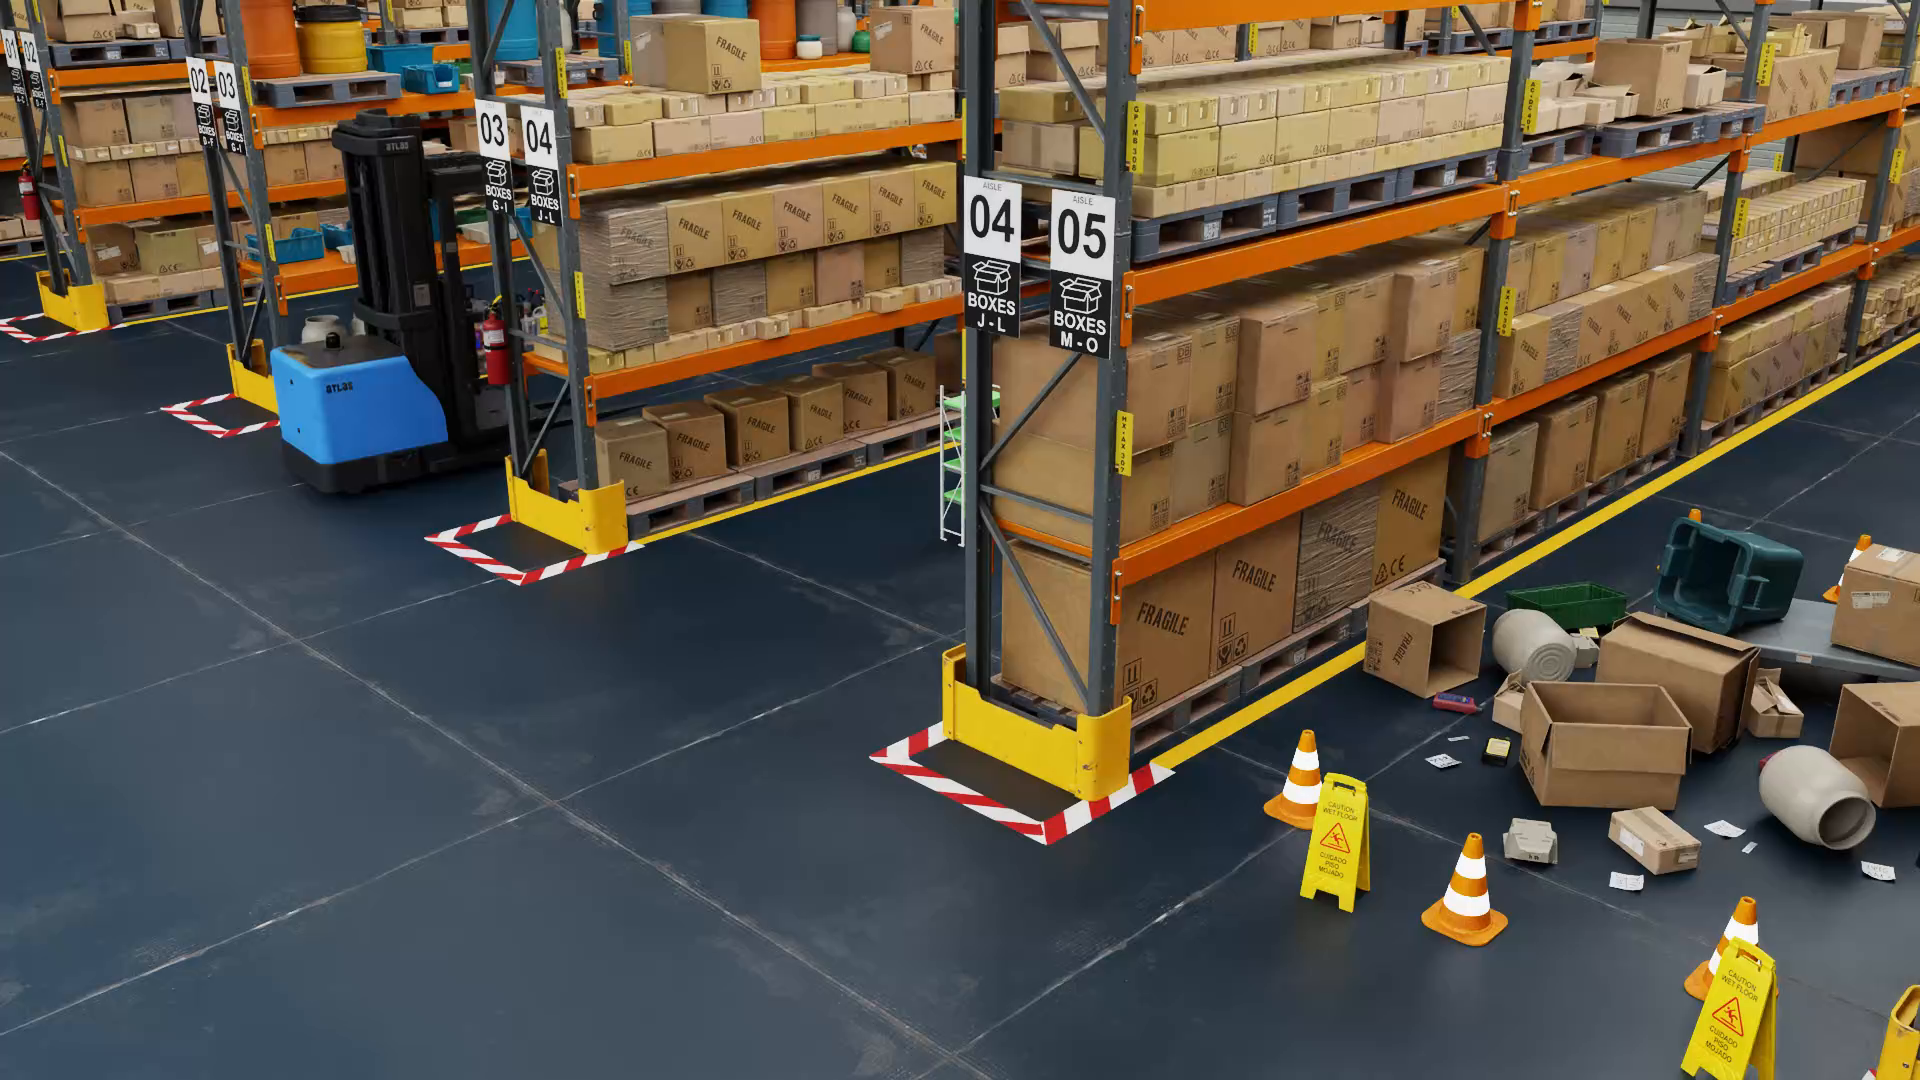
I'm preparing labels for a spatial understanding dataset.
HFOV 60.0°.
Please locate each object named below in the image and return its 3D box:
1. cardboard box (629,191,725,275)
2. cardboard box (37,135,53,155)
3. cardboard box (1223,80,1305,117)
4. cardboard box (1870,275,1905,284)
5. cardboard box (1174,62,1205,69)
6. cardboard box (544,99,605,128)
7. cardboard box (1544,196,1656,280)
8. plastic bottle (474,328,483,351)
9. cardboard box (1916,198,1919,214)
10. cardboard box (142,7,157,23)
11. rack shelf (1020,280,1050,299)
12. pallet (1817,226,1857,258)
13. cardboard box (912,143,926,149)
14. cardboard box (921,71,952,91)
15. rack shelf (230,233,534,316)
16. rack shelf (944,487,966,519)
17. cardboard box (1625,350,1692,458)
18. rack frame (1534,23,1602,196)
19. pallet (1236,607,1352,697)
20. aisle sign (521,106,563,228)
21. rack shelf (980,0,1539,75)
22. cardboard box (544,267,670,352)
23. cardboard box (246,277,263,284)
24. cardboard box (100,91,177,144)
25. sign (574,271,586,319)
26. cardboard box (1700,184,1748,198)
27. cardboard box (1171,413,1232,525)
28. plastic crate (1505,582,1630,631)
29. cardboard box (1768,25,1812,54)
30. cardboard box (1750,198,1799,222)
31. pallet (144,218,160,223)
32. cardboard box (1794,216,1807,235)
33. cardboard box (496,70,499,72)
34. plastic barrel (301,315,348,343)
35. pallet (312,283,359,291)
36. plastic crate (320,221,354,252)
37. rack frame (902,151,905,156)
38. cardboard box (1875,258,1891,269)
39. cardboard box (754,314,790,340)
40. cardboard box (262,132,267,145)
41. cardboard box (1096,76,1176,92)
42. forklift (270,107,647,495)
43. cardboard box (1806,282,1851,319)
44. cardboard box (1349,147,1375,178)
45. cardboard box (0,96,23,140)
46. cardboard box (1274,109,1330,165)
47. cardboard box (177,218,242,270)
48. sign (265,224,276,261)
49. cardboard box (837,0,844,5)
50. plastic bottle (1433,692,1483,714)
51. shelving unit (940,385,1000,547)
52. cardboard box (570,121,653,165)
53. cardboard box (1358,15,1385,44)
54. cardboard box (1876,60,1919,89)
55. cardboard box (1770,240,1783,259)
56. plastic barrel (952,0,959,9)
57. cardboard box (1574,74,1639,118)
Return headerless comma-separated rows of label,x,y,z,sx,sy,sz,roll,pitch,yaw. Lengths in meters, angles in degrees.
cardboard box,-2.122,-2.302,12.436,0.500,0.500,0.500,19,28,41
cardboard box,-12.422,-5.421,22.680,0.500,0.250,0.500,19,28,40
cardboard box,1.600,-2.348,8.835,0.380,0.149,0.250,19,28,40
cardboard box,10.097,-2.789,18.209,0.380,0.149,0.250,18,27,39
cardboard box,2.034,-4.522,16.188,0.500,0.250,0.500,19,28,40
cardboard box,-2.697,-2.979,11.618,0.380,0.149,0.250,19,28,40
cardboard box,4.981,-2.377,13.045,0.700,0.500,0.500,19,28,40
plastic bottle,-4.944,-2.069,16.950,0.133,0.283,0.061,-20,28,-41
cardboard box,10.043,-3.767,17.640,0.500,0.500,0.500,18,28,40
cardboard box,-9.147,-6.055,19.311,0.500,0.311,0.500,-16,26,-36
rack shelf,1.131,-2.657,16.309,1.077,0.370,4.000,19,28,41
pallet,8.163,-3.018,16.513,1.003,0.211,1.213,19,28,41
cardboard box,-0.471,-6.540,28.274,0.797,0.503,0.637,19,28,41
cardboard box,-0.284,-3.839,13.854,0.250,0.149,0.380,-19,28,-40
rack shelf,-5.208,-2.868,16.859,1.077,0.370,4.000,19,28,41
rack shelf,0.115,-0.319,12.579,0.258,0.148,0.480,19,28,41
cardboard box,5.520,-1.251,14.199,1.050,0.750,0.750,19,28,40
rack frame,8.107,-5.563,22.867,1.000,3.000,0.127,19,28,41
pallet,1.782,0.581,10.768,1.003,0.211,1.213,19,28,41
aisle sign,-2.883,-2.573,11.464,0.394,0.787,0.004,19,28,41
rack shelf,1.824,-2.975,9.332,1.077,0.370,4.000,19,28,41
cardboard box,-2.651,-1.770,12.446,0.875,0.500,0.500,19,28,41
cardboard box,-8.568,-3.311,20.254,0.500,0.250,0.500,19,28,41
cardboard box,-9.415,-4.850,19.064,0.700,0.500,0.500,18,28,39
sign,-2.666,-1.719,11.658,0.100,0.325,0.005,19,28,41
cardboard box,7.294,-3.305,15.929,0.250,0.149,0.380,-19,28,-40
cardboard box,1.023,-0.507,9.502,0.875,0.550,0.550,19,28,41
plastic crate,4.037,0.447,11.070,0.662,0.188,0.450,-6,12,-15
cardboard box,6.999,-4.286,14.159,0.396,0.266,0.258,19,28,41
cardboard box,7.387,-3.004,15.146,0.250,0.149,0.380,-19,28,-40
pallet,-11.354,-4.715,24.546,1.003,0.211,1.213,19,28,41
cardboard box,7.574,-2.933,15.374,0.250,0.149,0.380,-19,28,-40
cardboard box,-7.598,-7.482,27.277,0.500,0.500,0.500,-19,28,-40
plastic barrel,-6.199,-1.913,16.253,0.421,0.512,0.421,0,21,0
pallet,-7.944,-3.463,21.291,1.003,0.211,1.213,19,28,41
plastic crate,-6.011,-2.990,16.379,0.499,0.251,0.408,19,28,41
rack frame,-1.022,-4.746,20.742,1.000,3.000,0.127,19,28,41
cardboard box,10.494,-3.171,19.203,0.380,0.149,0.250,18,27,38
cardboard box,-1.569,-1.708,13.187,0.380,0.149,0.250,19,28,41
cardboard box,-8.465,-4.790,19.812,0.250,0.149,0.380,-19,28,-40
cardboard box,0.954,-2.449,9.098,0.250,0.149,0.380,-20,28,-41
forklift,-4.238,-2.150,14.083,3.031,2.935,1.130,-16,26,-36
cardboard box,8.462,-2.392,16.471,0.500,0.250,0.500,18,28,39
cardboard box,2.130,-2.171,9.485,0.380,0.149,0.250,19,28,40
cardboard box,-12.801,-5.631,22.180,0.500,0.500,0.500,19,28,41
cardboard box,1.654,-2.215,9.046,0.500,0.250,0.500,19,28,40
cardboard box,-8.929,-3.536,19.796,0.500,0.500,0.500,19,28,41
sign,-6.212,-2.680,14.981,0.100,0.325,0.005,19,28,41
cardboard box,-2.182,-8.594,25.707,0.600,0.600,0.600,16,26,36
plastic bottle,2.983,0.979,9.941,0.283,0.061,0.133,9,23,23
shelving unit,0.115,-0.603,12.470,0.258,1.200,0.503,19,28,41
cardboard box,-2.533,-2.840,11.810,0.500,0.250,0.500,-19,28,-40
cardboard box,4.487,-5.830,18.920,0.500,0.311,0.500,18,27,39
cardboard box,9.312,-4.651,16.521,0.500,0.250,0.500,-18,28,-39
cardboard box,7.213,-2.660,15.079,0.250,0.149,0.380,-19,28,-40
plastic barrel,0.107,-6.899,21.388,0.433,0.535,0.433,0,21,0
cardboard box,4.676,-3.219,12.051,0.396,0.266,0.258,19,28,41
